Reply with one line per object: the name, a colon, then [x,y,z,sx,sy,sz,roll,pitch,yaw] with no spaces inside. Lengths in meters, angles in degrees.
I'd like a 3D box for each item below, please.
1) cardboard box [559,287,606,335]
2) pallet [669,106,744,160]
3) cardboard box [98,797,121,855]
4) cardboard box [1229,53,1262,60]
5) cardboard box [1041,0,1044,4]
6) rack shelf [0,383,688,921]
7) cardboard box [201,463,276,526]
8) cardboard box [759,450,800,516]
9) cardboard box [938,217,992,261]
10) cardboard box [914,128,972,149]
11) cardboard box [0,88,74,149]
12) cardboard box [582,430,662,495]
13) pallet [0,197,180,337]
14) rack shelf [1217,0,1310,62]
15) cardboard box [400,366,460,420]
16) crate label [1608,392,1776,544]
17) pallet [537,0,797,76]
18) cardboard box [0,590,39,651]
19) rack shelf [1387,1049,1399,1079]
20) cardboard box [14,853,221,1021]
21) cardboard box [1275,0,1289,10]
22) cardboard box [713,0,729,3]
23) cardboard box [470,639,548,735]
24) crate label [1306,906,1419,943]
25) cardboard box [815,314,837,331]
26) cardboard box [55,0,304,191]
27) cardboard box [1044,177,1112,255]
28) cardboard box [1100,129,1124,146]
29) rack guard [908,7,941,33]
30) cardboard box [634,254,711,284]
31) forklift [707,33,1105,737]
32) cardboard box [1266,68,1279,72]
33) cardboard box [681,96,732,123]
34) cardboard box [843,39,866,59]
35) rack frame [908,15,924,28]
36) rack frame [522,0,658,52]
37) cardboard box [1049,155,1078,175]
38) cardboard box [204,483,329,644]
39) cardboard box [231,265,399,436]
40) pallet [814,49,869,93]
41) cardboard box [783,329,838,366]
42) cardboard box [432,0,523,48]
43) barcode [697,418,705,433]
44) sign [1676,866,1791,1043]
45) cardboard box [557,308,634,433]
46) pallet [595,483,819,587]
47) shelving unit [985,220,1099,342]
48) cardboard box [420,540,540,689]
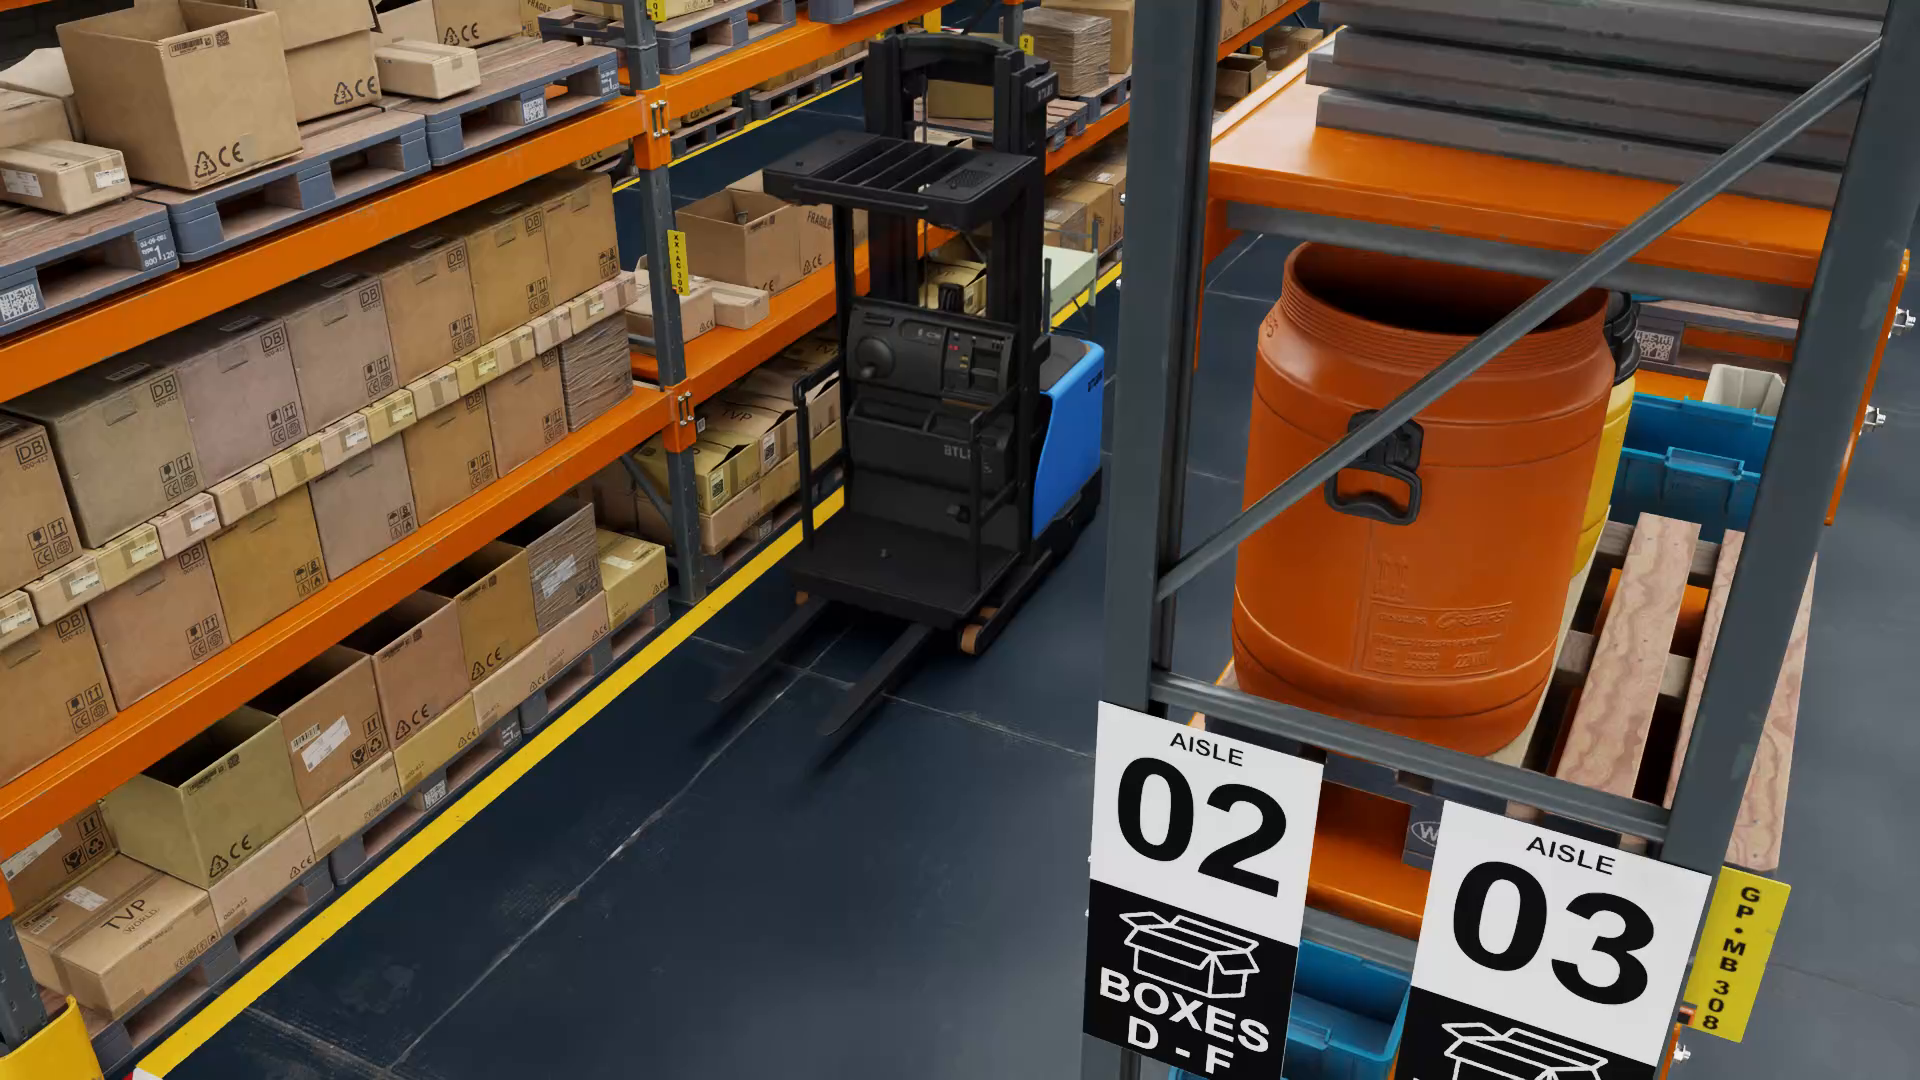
cardboard box: [-1.922,-1.119,7.935,0.380,0.149,0.250,14,33,22]
pallet: [-2.926,-4.173,16.805,1.003,0.211,1.213,14,33,23]
cardboard box: [-3.498,1.182,7.019,0.500,0.250,0.500,14,33,23]
cardboard box: [3.096,-5.239,18.282,0.380,0.149,0.250,14,33,23]
cardboard box: [1.099,-4.366,13.819,0.700,0.500,0.500,20,35,31]
rack shelf: [-2.785,0.126,7.241,1.077,0.370,4.000,14,33,23]
cardboard box: [-2.857,-0.207,6.347,0.380,0.149,0.250,13,32,22]
cardboard box: [-1.236,-0.411,9.793,0.500,0.250,0.500,15,33,24]
cardboard box: [0.165,-2.421,13.021,0.500,0.500,0.500,16,33,25]
cardboard box: [-0.256,-2.656,11.452,0.500,0.311,0.500,16,34,26]
cardboard box: [-3.406,-1.348,5.662,0.500,0.250,0.500,14,33,23]
cardboard box: [-1.945,-0.550,9.472,0.500,0.311,0.500,14,33,23]
pallet: [-3.351,-0.869,5.328,1.003,0.211,1.213,14,33,23]
rack shelf: [2.681,-5.194,16.505,1.077,0.370,4.000,14,33,23]
cardboard box: [-2.387,-0.666,7.145,0.380,0.149,0.250,15,33,25]
crate label: [1.858,-0.165,4.163,0.502,0.251,0.408,14,33,23]
pallet: [-1.484,-2.684,8.592,0.805,0.209,1.217,13,32,21]
cardboard box: [-3.326,0.251,5.549,0.380,0.149,0.250,14,33,23]
rack shelf: [1.623,1.251,5.281,1.077,0.370,4.000,14,33,23]
cardboard box: [-3.254,1.524,6.424,0.500,0.250,0.500,14,33,23]
cardboard box: [2.936,-5.501,16.218,0.500,0.500,0.500,14,33,23]
cardboard box: [-1.337,-3.006,8.689,0.500,0.250,0.500,11,32,19]
cardboard box: [-2.342,0.637,7.968,0.500,0.250,0.500,14,33,23]
crate label: [1.309,0.933,5.077,0.502,0.435,0.616,14,33,23]
cardboard box: [-1.018,-1.453,11.044,0.500,0.311,0.500,13,32,22]
cardboard box: [-2.696,-1.561,5.781,0.500,0.500,0.500,14,33,23]
cardboard box: [0.876,-2.544,13.237,0.500,0.500,0.500,14,33,23]
cardboard box: [1.100,-3.328,14.601,0.500,0.500,0.500,15,33,24]
rack guard: [-0.808,-6.441,20.465,1.175,0.500,0.348,14,33,23]
cardboard box: [-1.637,-1.446,9.391,0.396,0.266,0.258,13,33,22]
forklift: [-0.251,-0.918,8.406,1.130,2.935,3.031,14,33,22]
cardboard box: [3.300,-4.898,17.671,0.380,0.166,0.250,14,33,23]
cardboard box: [-2.822,-4.674,16.613,0.750,0.750,0.750,15,33,24]
cardboard box: [-1.505,-5.835,18.987,0.700,0.500,0.500,13,32,22]
rack frame: [-0.819,-7.515,19.824,1.000,3.000,0.127,14,33,23]
rack frame: [-1.874,-3.674,7.112,1.000,3.000,0.127,14,33,23]
cardboard box: [0.650,-3.226,13.671,0.500,0.250,0.500,14,33,22]
cardboard box: [-3.006,0.000,6.637,0.700,0.500,0.500,15,33,24]
cardboard box: [-2.756,-0.813,6.750,0.700,0.500,0.500,14,33,23]
pallet: [-1.670,-5.394,18.932,1.003,0.211,1.213,14,33,23]
cardboard box: [-0.765,-1.114,10.454,0.500,0.311,0.500,15,33,25]
cardboard box: [-2.338,-2.496,7.410,0.500,0.500,0.500,17,34,27]
barcode: [-1.387,-0.614,8.912,0.001,0.075,0.075,14,33,23]
sign: [1.199,0.648,2.588,0.100,0.325,0.005,14,33,23]
cardboard box: [-2.071,-0.918,8.236,0.700,0.500,0.500,13,32,22]
pallet: [-1.573,-0.199,9.884,1.003,0.211,1.213,14,33,23]
shelving unit: [0.501,-1.169,10.280,0.431,1.500,0.755,14,33,22]
cardboard box: [-2.353,0.309,7.786,0.500,0.500,0.500,14,33,23]
